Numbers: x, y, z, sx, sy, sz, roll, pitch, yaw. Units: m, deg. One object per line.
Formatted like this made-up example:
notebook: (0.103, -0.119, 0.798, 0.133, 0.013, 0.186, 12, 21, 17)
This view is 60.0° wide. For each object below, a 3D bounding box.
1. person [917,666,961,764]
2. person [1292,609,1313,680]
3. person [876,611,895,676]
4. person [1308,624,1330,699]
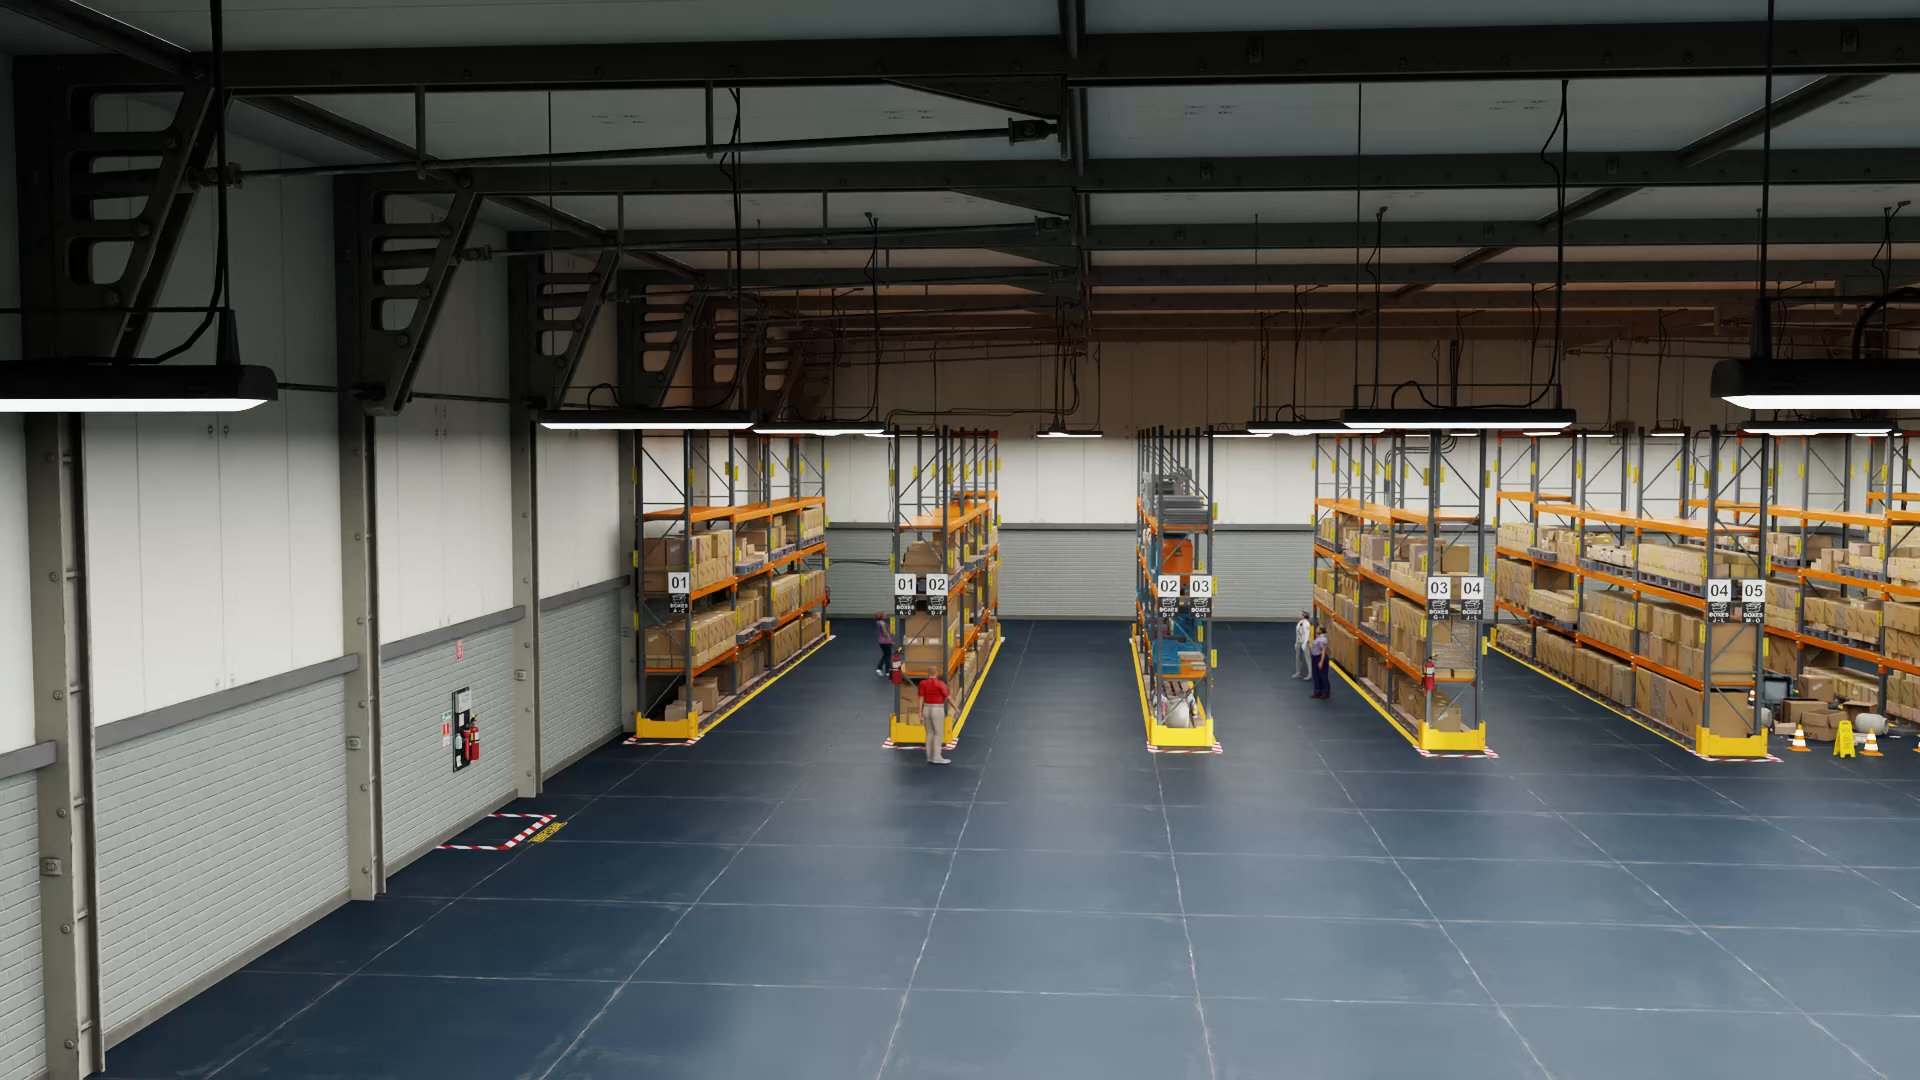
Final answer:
person: (-0.370, 3.087, 29.466, 0.604, 1.755, 0.570, 3, 4, 39)
person: (8.254, 2.492, 39.959, 0.375, 1.690, 0.635, -2, 4, -29)
person: (-1.763, 2.528, 40.311, 0.457, 1.611, 0.494, -2, 4, -29)
person: (7.980, 2.694, 36.802, 0.381, 1.657, 0.506, -1, 4, -21)
